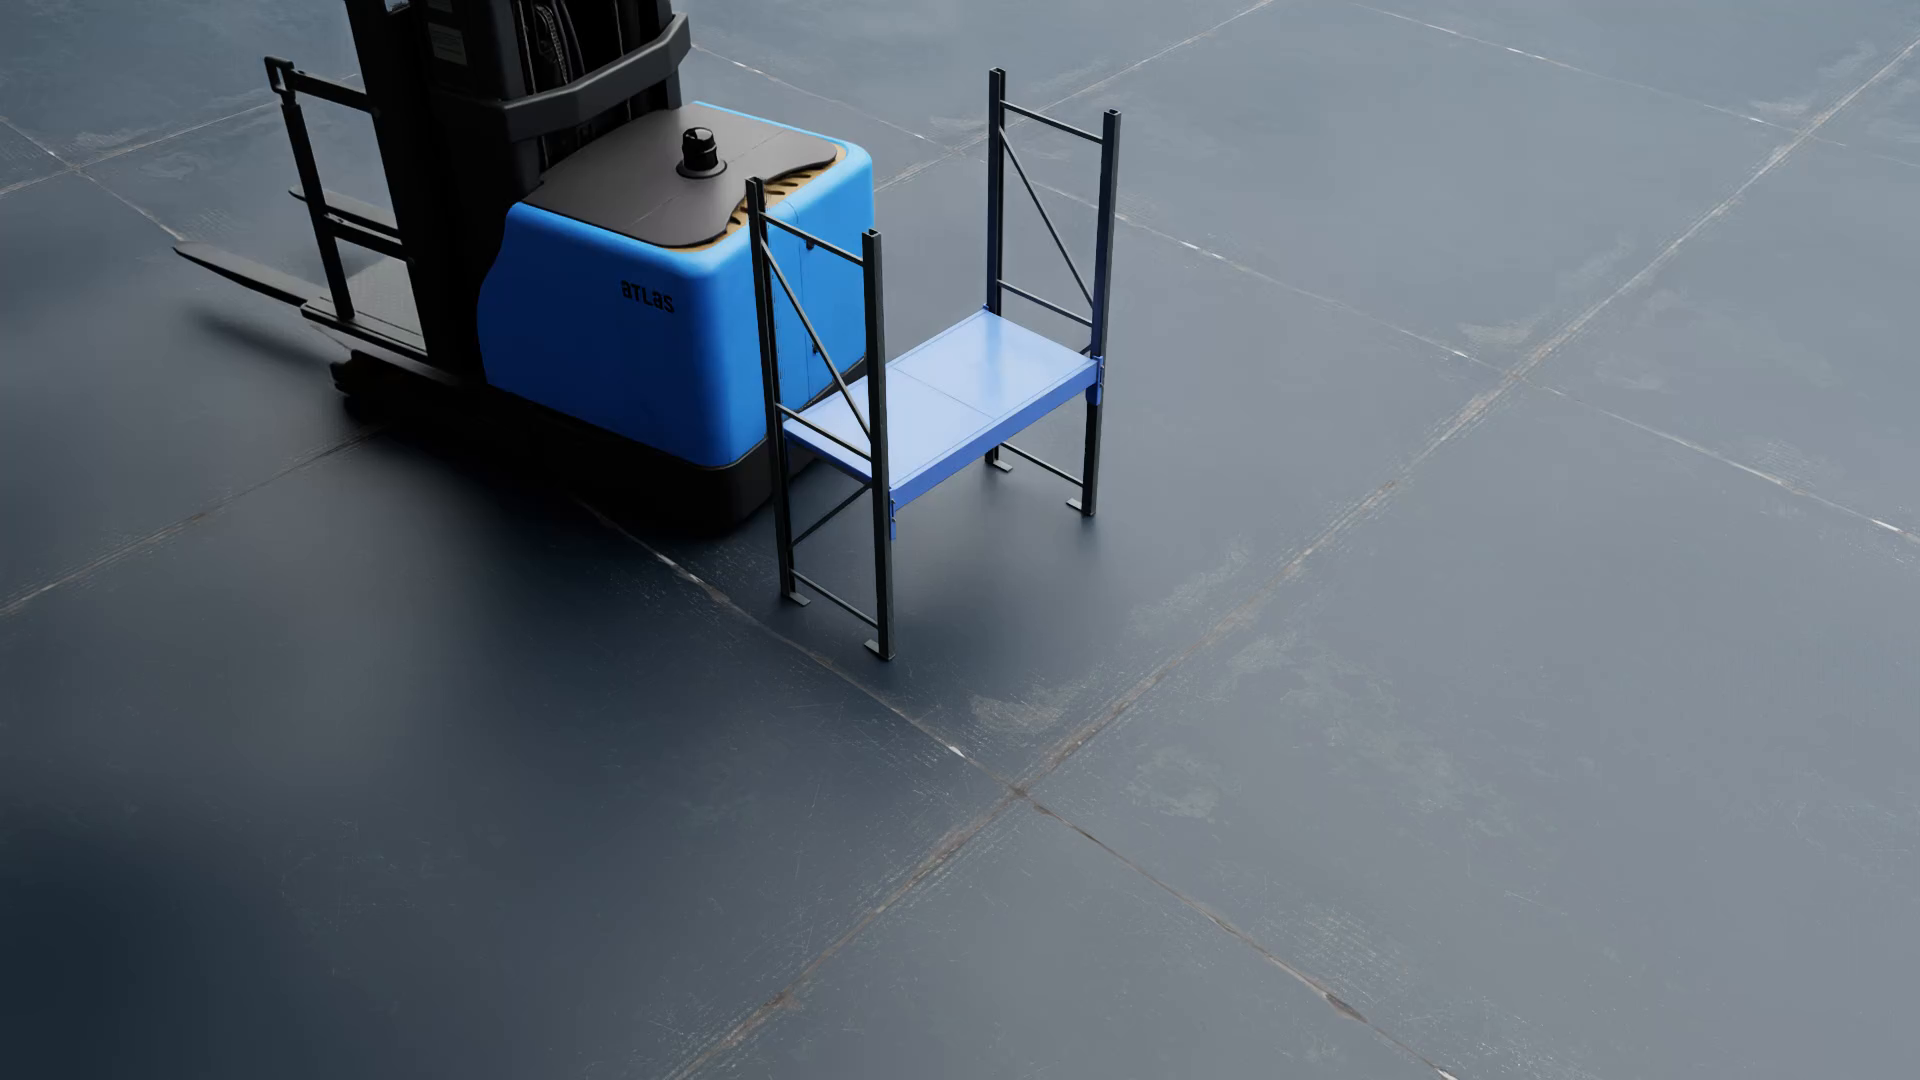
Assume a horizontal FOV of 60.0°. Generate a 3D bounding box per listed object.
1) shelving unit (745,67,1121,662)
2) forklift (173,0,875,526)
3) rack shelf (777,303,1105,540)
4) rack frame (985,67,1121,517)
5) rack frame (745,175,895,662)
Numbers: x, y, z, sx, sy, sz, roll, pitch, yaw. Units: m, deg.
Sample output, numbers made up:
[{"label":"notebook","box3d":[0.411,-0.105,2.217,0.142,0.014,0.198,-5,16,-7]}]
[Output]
[{"label":"shelving unit","box3d":[-0.058,-0.548,5.234,0.538,1.500,1.048,30,47,32]},{"label":"forklift","box3d":[-1.814,-1.881,5.761,3.031,2.935,1.130,21,43,24]},{"label":"rack shelf","box3d":[-0.058,-0.407,5.346,0.538,0.185,1.000,30,47,32]},{"label":"rack frame","box3d":[0.285,-0.781,5.528,0.500,1.500,0.032,30,47,32]},{"label":"rack frame","box3d":[-0.400,-0.314,4.940,0.500,1.500,0.032,30,47,32]}]
